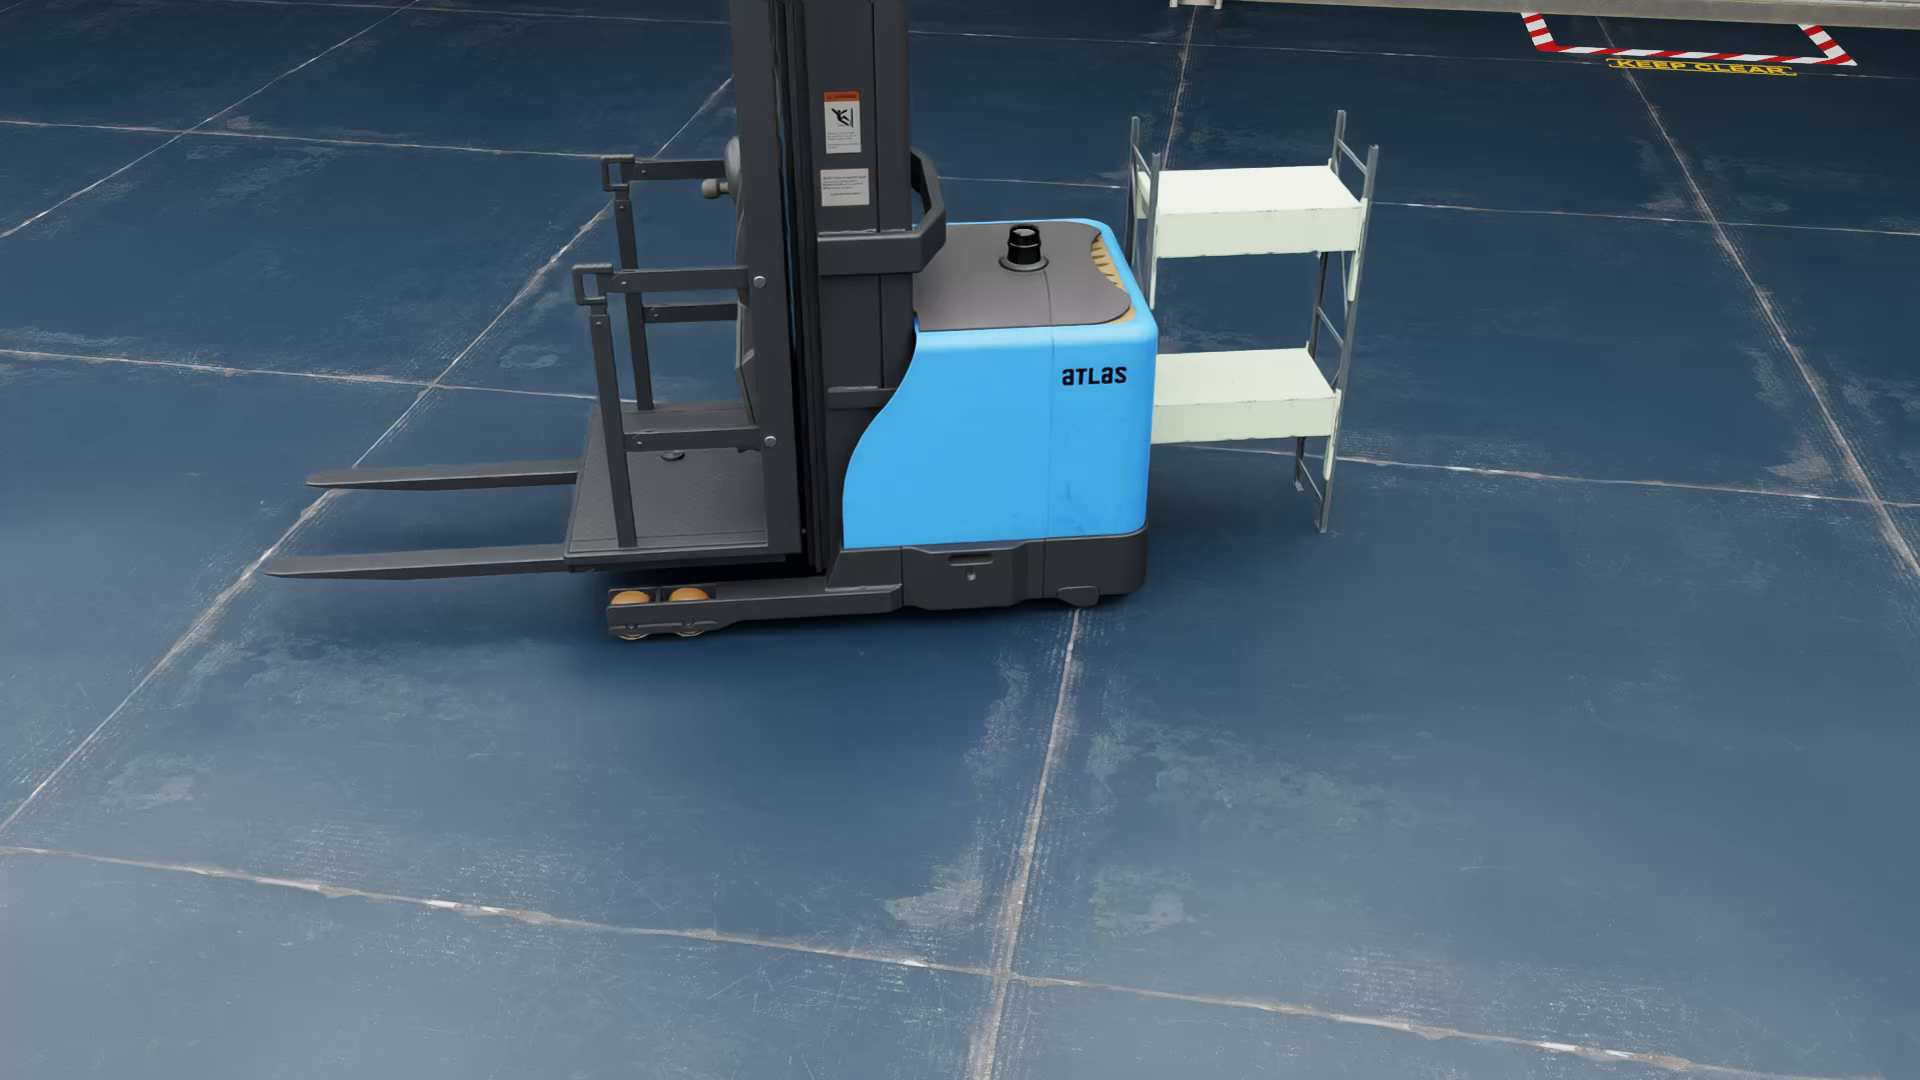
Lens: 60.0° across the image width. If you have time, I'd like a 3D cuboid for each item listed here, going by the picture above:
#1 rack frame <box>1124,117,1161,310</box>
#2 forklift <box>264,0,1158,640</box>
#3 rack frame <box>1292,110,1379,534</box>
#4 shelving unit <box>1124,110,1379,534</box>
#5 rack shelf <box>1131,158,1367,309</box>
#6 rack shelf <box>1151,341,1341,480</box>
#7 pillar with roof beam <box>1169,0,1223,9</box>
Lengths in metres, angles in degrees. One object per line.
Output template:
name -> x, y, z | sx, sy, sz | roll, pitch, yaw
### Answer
rack frame -> 0.626, -0.727, 5.998 | 0.023, 1.500, 0.400 | -3, 32, -5
forklift -> -0.893, -1.196, 5.397 | 3.031, 2.935, 1.130 | -3, 32, -5
rack frame -> 1.354, -0.765, 6.059 | 0.023, 1.500, 0.400 | -3, 32, -5
shelving unit -> 0.990, -0.746, 6.028 | 0.755, 1.500, 0.431 | -3, 32, -5
rack shelf -> 0.990, -1.077, 5.821 | 0.720, 0.370, 0.431 | -3, 32, -5
rack shelf -> 0.990, -0.470, 6.201 | 0.720, 0.370, 0.431 | -3, 32, -5
pillar with roof beam -> 1.112, -5.736, 6.932 | 0.400, 9.000, 9.100 | 5, 32, 8
